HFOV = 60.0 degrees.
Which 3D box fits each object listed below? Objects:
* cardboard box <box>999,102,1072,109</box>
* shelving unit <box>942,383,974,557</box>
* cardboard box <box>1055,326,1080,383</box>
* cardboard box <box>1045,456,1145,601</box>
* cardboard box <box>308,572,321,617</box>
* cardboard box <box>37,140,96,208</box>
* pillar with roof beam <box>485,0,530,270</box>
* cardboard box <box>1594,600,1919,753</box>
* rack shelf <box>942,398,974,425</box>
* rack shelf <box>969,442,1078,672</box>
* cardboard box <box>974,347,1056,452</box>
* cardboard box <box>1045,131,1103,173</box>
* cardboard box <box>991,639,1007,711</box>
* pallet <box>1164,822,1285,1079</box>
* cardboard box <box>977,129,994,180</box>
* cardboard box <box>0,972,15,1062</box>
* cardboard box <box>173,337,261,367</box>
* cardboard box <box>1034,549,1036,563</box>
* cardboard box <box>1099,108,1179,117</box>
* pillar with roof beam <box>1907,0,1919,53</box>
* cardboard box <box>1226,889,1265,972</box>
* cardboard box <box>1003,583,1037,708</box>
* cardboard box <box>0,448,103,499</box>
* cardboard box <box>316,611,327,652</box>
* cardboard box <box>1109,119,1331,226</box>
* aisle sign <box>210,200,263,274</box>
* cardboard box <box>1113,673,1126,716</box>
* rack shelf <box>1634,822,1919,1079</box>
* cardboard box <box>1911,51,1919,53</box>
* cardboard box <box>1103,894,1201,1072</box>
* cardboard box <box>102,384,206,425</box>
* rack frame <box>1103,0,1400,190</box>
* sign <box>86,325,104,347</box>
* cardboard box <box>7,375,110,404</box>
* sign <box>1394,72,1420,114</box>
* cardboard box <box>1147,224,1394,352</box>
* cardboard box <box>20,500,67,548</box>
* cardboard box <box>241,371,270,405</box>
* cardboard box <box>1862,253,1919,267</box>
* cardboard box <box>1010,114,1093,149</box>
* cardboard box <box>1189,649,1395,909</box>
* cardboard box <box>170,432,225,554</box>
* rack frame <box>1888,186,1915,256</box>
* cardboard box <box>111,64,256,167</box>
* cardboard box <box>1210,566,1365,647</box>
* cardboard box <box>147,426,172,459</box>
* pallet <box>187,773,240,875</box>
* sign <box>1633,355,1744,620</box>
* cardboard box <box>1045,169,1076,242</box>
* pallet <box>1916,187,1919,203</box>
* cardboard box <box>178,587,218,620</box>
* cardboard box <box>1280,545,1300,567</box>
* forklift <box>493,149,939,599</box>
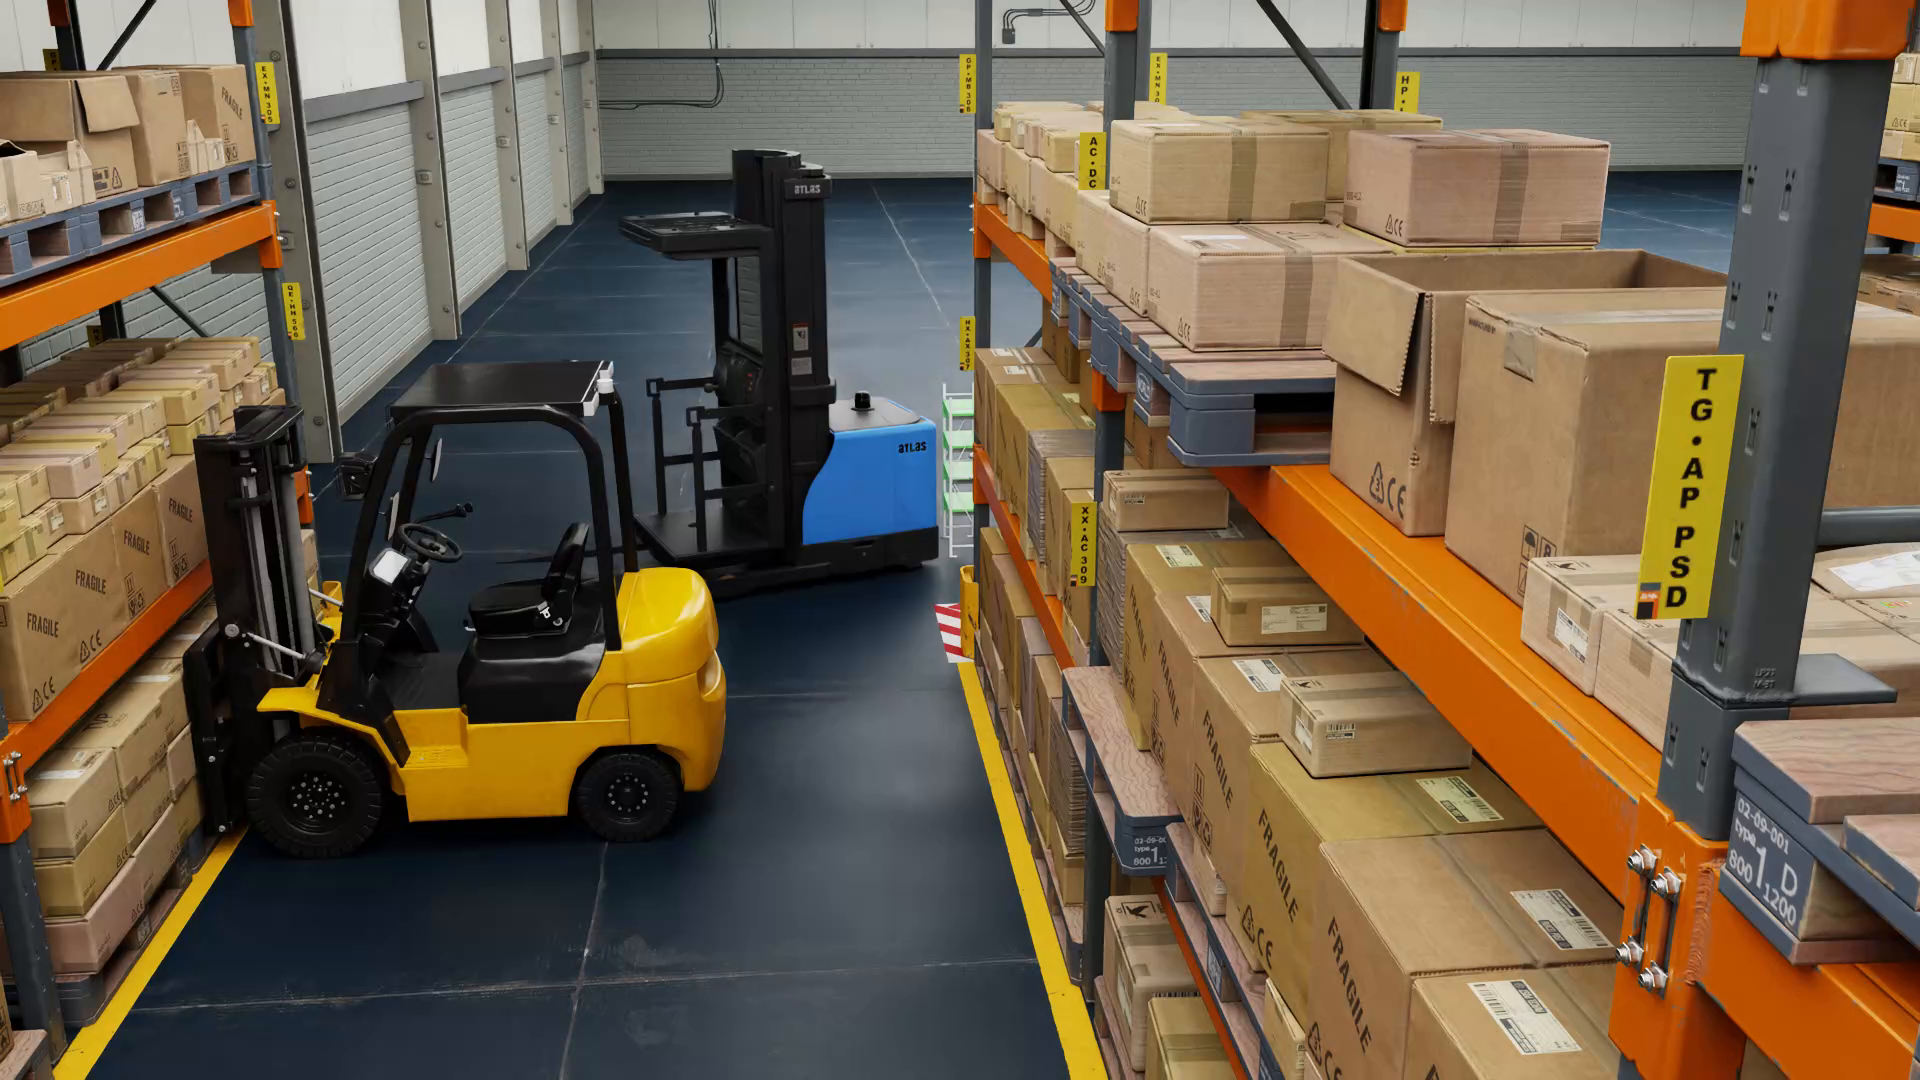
[{"bbox_3d":[0.422,-2.361,9.269,0.380,0.149,0.250,-2,18,-6],"label":"cardboard box"},{"bbox_3d":[0.017,-0.523,12.340,0.258,1.200,0.503,-2,18,-6],"label":"shelving unit"},{"bbox_3d":[0.902,-1.151,9.004,0.700,0.500,0.500,-2,18,-5],"label":"cardboard box"},{"bbox_3d":[0.647,-0.057,7.187,0.500,0.500,0.500,-1,17,-4],"label":"cardboard box"},{"bbox_3d":[-3.988,0.382,9.509,0.500,0.250,0.500,-2,18,-6],"label":"cardboard box"},{"bbox_3d":[-3.787,-1.502,6.801,0.396,0.266,0.258,-2,18,-7],"label":"cardboard box"},{"bbox_3d":[-2.748,-8.750,25.523,9.100,9.000,0.400,-2,18,-6],"label":"pillar with roof beam"},{"bbox_3d":[1.172,0.204,2.432,0.380,0.149,0.250,-2,18,-6],"label":"cardboard box"},{"bbox_3d":[0.017,-0.920,12.216,0.258,0.148,0.480,-2,18,-6],"label":"rack shelf"},{"bbox_3d":[0.794,0.158,8.368,1.077,0.370,4.000,-2,18,-6],"label":"rack shelf"},{"bbox_3d":[0.361,-0.821,9.621,0.500,0.500,0.500,-2,18,-6],"label":"cardboard box"},{"bbox_3d":[0.552,-1.598,6.838,0.380,0.149,0.250,-1,17,-4],"label":"cardboard box"},{"bbox_3d":[0.441,0.731,9.229,0.500,0.250,0.500,-1,17,-4],"label":"cardboard box"},{"bbox_3d":[1.168,1.105,4.469,1.003,0.211,1.213,-2,18,-6],"label":"pallet"},{"bbox_3d":[0.375,-2.125,9.183,0.500,0.250,0.500,-2,18,-7],"label":"cardboard box"},{"bbox_3d":[-3.871,1.653,5.669,0.875,0.625,0.625,-1,17,-3],"label":"cardboard box"},{"bbox_3d":[-4.102,-1.026,9.190,0.380,0.149,0.250,-2,18,-5],"label":"cardboard box"},{"bbox_3d":[0.559,0.064,7.884,0.380,0.149,0.250,-2,18,-7],"label":"cardboard box"},{"bbox_3d":[0.924,-2.151,8.600,0.380,0.149,0.250,-2,18,-5],"label":"cardboard box"},{"bbox_3d":[18.782,-13.032,39.164,9.100,9.000,0.400,-2,18,-6],"label":"pillar with roof beam"},{"bbox_3d":[0.907,0.972,4.291,0.380,0.149,0.250,-2,18,-7],"label":"cardboard box"},{"bbox_3d":[0.501,0.534,8.607,0.500,0.500,0.500,-1,17,-5],"label":"cardboard box"},{"bbox_3d":[-3.751,-0.269,6.780,0.380,0.149,0.250,-1,17,-4],"label":"cardboard box"},{"bbox_3d":[-3.986,0.615,9.600,0.500,0.250,0.500,-2,18,-5],"label":"cardboard box"},{"bbox_3d":[0.724,-1.053,4.731,0.500,0.250,0.500,-2,18,-7],"label":"cardboard box"},{"bbox_3d":[-4.064,-1.896,9.368,0.394,0.787,0.004,-2,18,-6],"label":"aisle sign"},{"bbox_3d":[0.743,0.504,5.781,0.380,0.149,0.250,-2,17,-5],"label":"cardboard box"},{"bbox_3d":[1.619,1.110,0.326,1.077,0.370,4.000,-2,18,-6],"label":"rack shelf"},{"bbox_3d":[5.873,-2.814,9.846,0.380,0.149,0.250,-2,18,-5],"label":"cardboard box"},{"bbox_3d":[1.057,1.620,6.195,0.950,0.372,0.625,-2,17,-5],"label":"cardboard box"},{"bbox_3d":[-3.871,-0.649,7.989,0.380,0.149,0.250,-1,17,-5],"label":"cardboard box"},{"bbox_3d":[1.000,-2.452,5.463,1.000,3.000,0.127,-2,18,-6],"label":"rack frame"},{"bbox_3d":[-4.902,-1.062,9.475,0.100,0.325,0.005,-2,18,-6],"label":"sign"},{"bbox_3d":[-4.429,-0.710,8.185,0.380,0.149,0.250,-1,17,-4],"label":"cardboard box"},{"bbox_3d":[1.552,-1.473,5.834,0.100,0.325,0.005,-2,18,-6],"label":"sign"},{"bbox_3d":[0.789,-0.663,4.321,0.500,0.250,0.500,-2,18,-6],"label":"cardboard box"},{"bbox_3d":[-3.790,-0.049,6.576,0.380,0.149,0.250,-2,18,-6],"label":"cardboard box"},{"bbox_3d":[-3.979,-0.814,9.013,0.380,0.149,0.250,-1,17,-5],"label":"cardboard box"},{"bbox_3d":[5.501,-1.439,10.201,0.875,0.550,0.550,-2,18,-6],"label":"cardboard box"},{"bbox_3d":[0.446,-1.981,8.061,0.380,0.149,0.250,-1,17,-4],"label":"cardboard box"},{"bbox_3d":[0.917,0.619,4.334,0.500,0.500,0.500,-2,18,-8],"label":"cardboard box"},{"bbox_3d":[-3.939,-0.228,8.230,0.500,0.500,0.500,-2,18,-7],"label":"cardboard box"},{"bbox_3d":[5.501,-0.964,10.741,1.000,3.000,0.127,-2,18,-6],"label":"rack frame"},{"bbox_3d":[-4.061,-2.229,8.728,0.500,0.500,0.500,-1,17,-4],"label":"cardboard box"},{"bbox_3d":[0.912,0.183,4.640,0.380,0.149,0.250,-1,17,-3],"label":"cardboard box"},{"bbox_3d":[-3.942,-0.431,7.791,0.380,0.149,0.250,-2,18,-6],"label":"cardboard box"},{"bbox_3d":[-4.106,1.293,8.207,1.003,0.211,1.213,-2,18,-6],"label":"pallet"},{"bbox_3d":[0.873,-0.059,1.988,0.100,0.325,0.005,-2,18,-6],"label":"sign"},{"bbox_3d":[0.634,-1.365,6.762,0.500,0.250,0.500,-2,18,-7],"label":"cardboard box"},{"bbox_3d":[5.717,-1.768,8.441,1.003,0.211,1.213,-2,18,-6],"label":"pallet"},{"bbox_3d":[-3.871,0.437,8.497,0.500,0.250,0.500,-2,17,-5],"label":"cardboard box"},{"bbox_3d":[1.329,0.299,5.353,0.500,0.500,0.500,-2,18,-5],"label":"cardboard box"},{"bbox_3d":[-1.712,-1.148,11.439,3.031,2.935,1.130,-8,19,-24],"label":"forklift"}]
